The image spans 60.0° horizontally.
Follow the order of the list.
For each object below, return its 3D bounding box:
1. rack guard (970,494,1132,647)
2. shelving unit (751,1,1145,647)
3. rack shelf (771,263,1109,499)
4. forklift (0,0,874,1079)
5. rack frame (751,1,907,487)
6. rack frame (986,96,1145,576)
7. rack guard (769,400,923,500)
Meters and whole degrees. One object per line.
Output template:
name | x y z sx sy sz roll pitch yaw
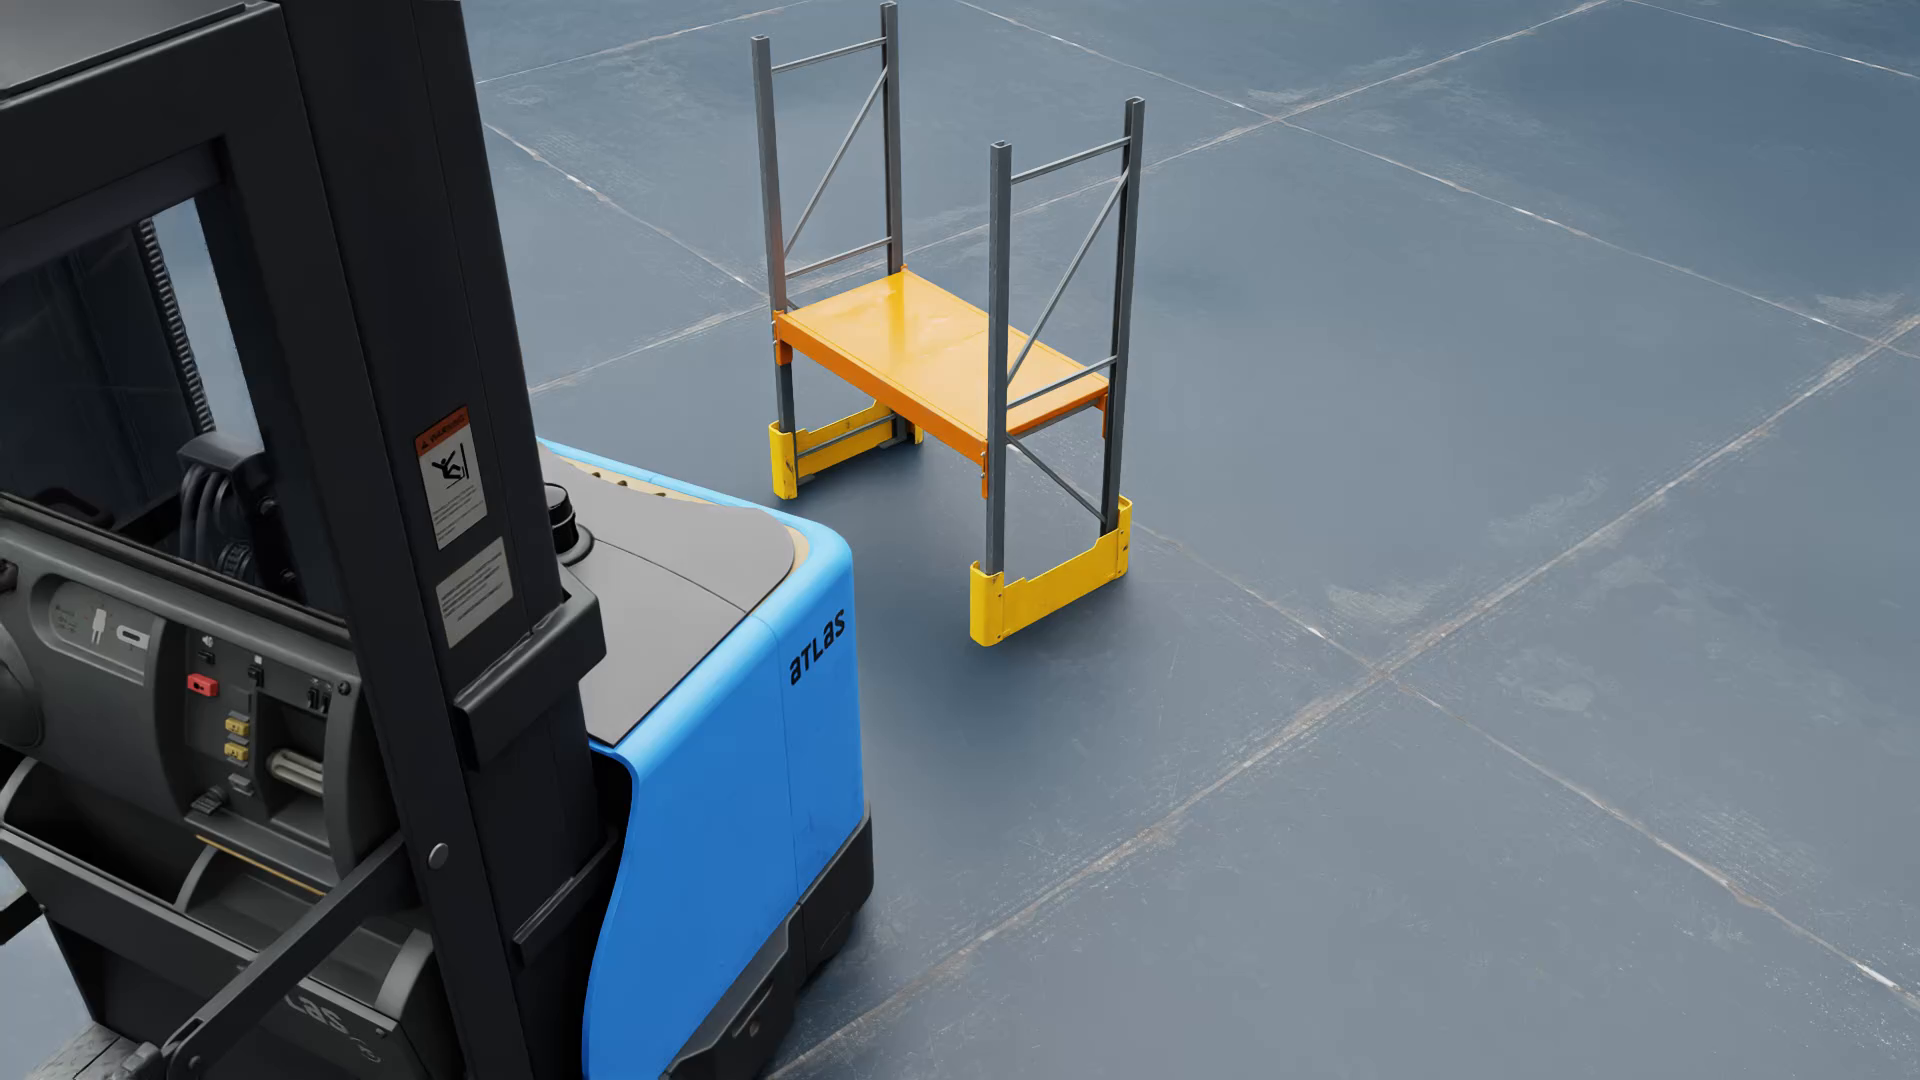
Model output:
rack guard | 0.272 0.084 4.915 0.587 0.250 0.087 -26 43 -32
shelving unit | -0.049 -0.646 4.864 0.587 1.500 1.083 -26 43 -32
rack shelf | -0.055 -0.503 4.974 0.538 0.185 1.000 -26 43 -32
forklift | -1.330 0.291 2.302 1.130 2.935 3.031 17 39 22
rack frame | -0.383 -0.874 5.187 0.500 1.500 0.032 -26 43 -32
rack frame | 0.273 -0.425 4.553 0.500 1.500 0.032 -26 43 -32
rack guard | -0.371 -0.356 5.536 0.587 0.250 0.087 -26 43 -32
